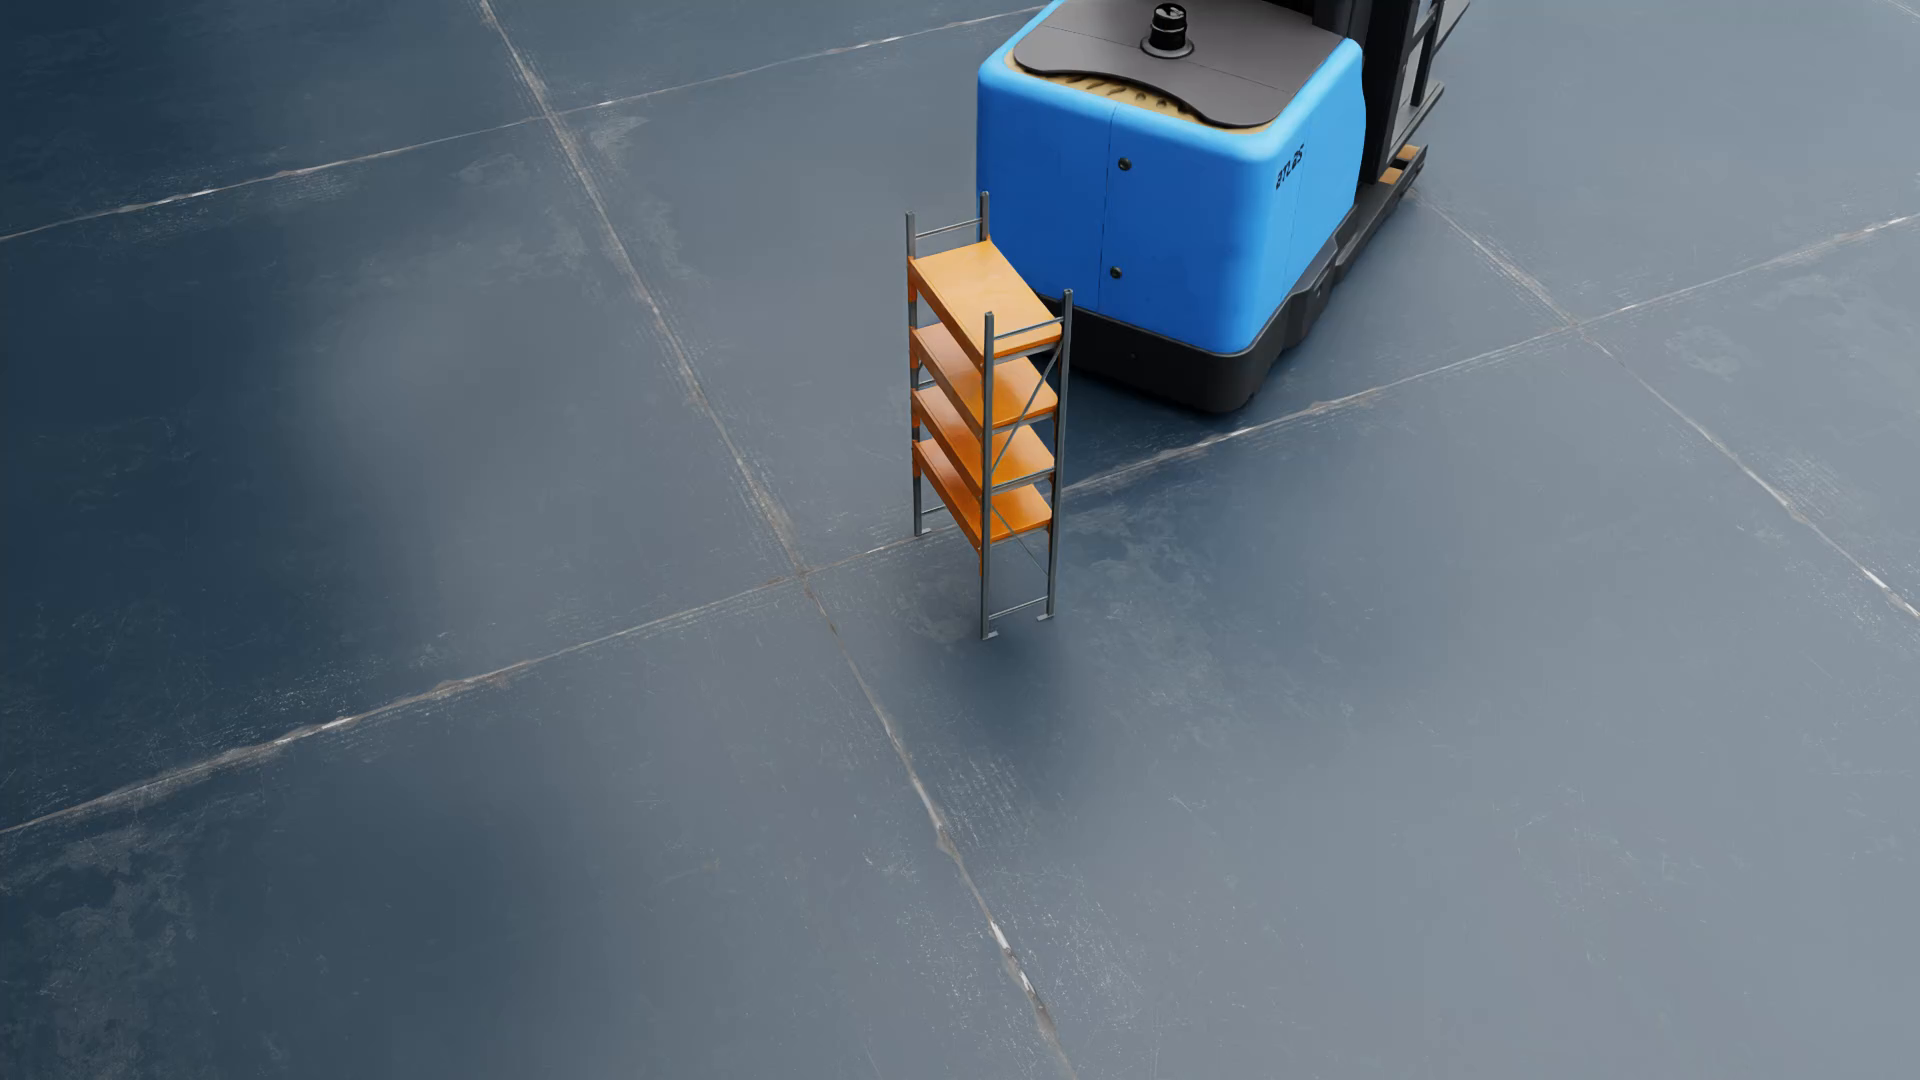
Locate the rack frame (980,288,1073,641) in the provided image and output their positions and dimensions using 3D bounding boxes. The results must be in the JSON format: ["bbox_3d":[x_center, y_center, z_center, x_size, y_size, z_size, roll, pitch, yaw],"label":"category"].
[{"bbox_3d":[0.172,-0.166,4.564,0.240,1.200,0.015,-18,47,-17],"label":"rack frame"}]

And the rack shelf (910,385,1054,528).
[{"bbox_3d":[0.070,-0.274,4.769,0.258,0.148,0.480,-18,47,-17],"label":"rack shelf"}]

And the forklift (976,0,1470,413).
[{"bbox_3d":[1.213,-2.496,5.692,1.130,2.935,3.031,22,49,21],"label":"forklift"}]

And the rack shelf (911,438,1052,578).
[{"bbox_3d":[0.070,-0.132,4.908,0.258,0.148,0.480,-18,47,-17],"label":"rack shelf"}]

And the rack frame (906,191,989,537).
[{"bbox_3d":[-0.033,-0.477,4.879,0.240,1.200,0.015,-18,47,-17],"label":"rack frame"}]

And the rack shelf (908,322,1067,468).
[{"bbox_3d":[0.070,-0.433,4.612,0.258,0.148,0.480,-18,47,-17],"label":"rack shelf"}]

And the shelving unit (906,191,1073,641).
[{"bbox_3d":[0.070,-0.322,4.722,0.258,1.200,0.503,-18,47,-17],"label":"shelving unit"}]

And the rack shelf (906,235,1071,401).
[{"bbox_3d":[0.070,-0.601,4.446,0.258,0.148,0.480,-18,47,-17],"label":"rack shelf"}]
